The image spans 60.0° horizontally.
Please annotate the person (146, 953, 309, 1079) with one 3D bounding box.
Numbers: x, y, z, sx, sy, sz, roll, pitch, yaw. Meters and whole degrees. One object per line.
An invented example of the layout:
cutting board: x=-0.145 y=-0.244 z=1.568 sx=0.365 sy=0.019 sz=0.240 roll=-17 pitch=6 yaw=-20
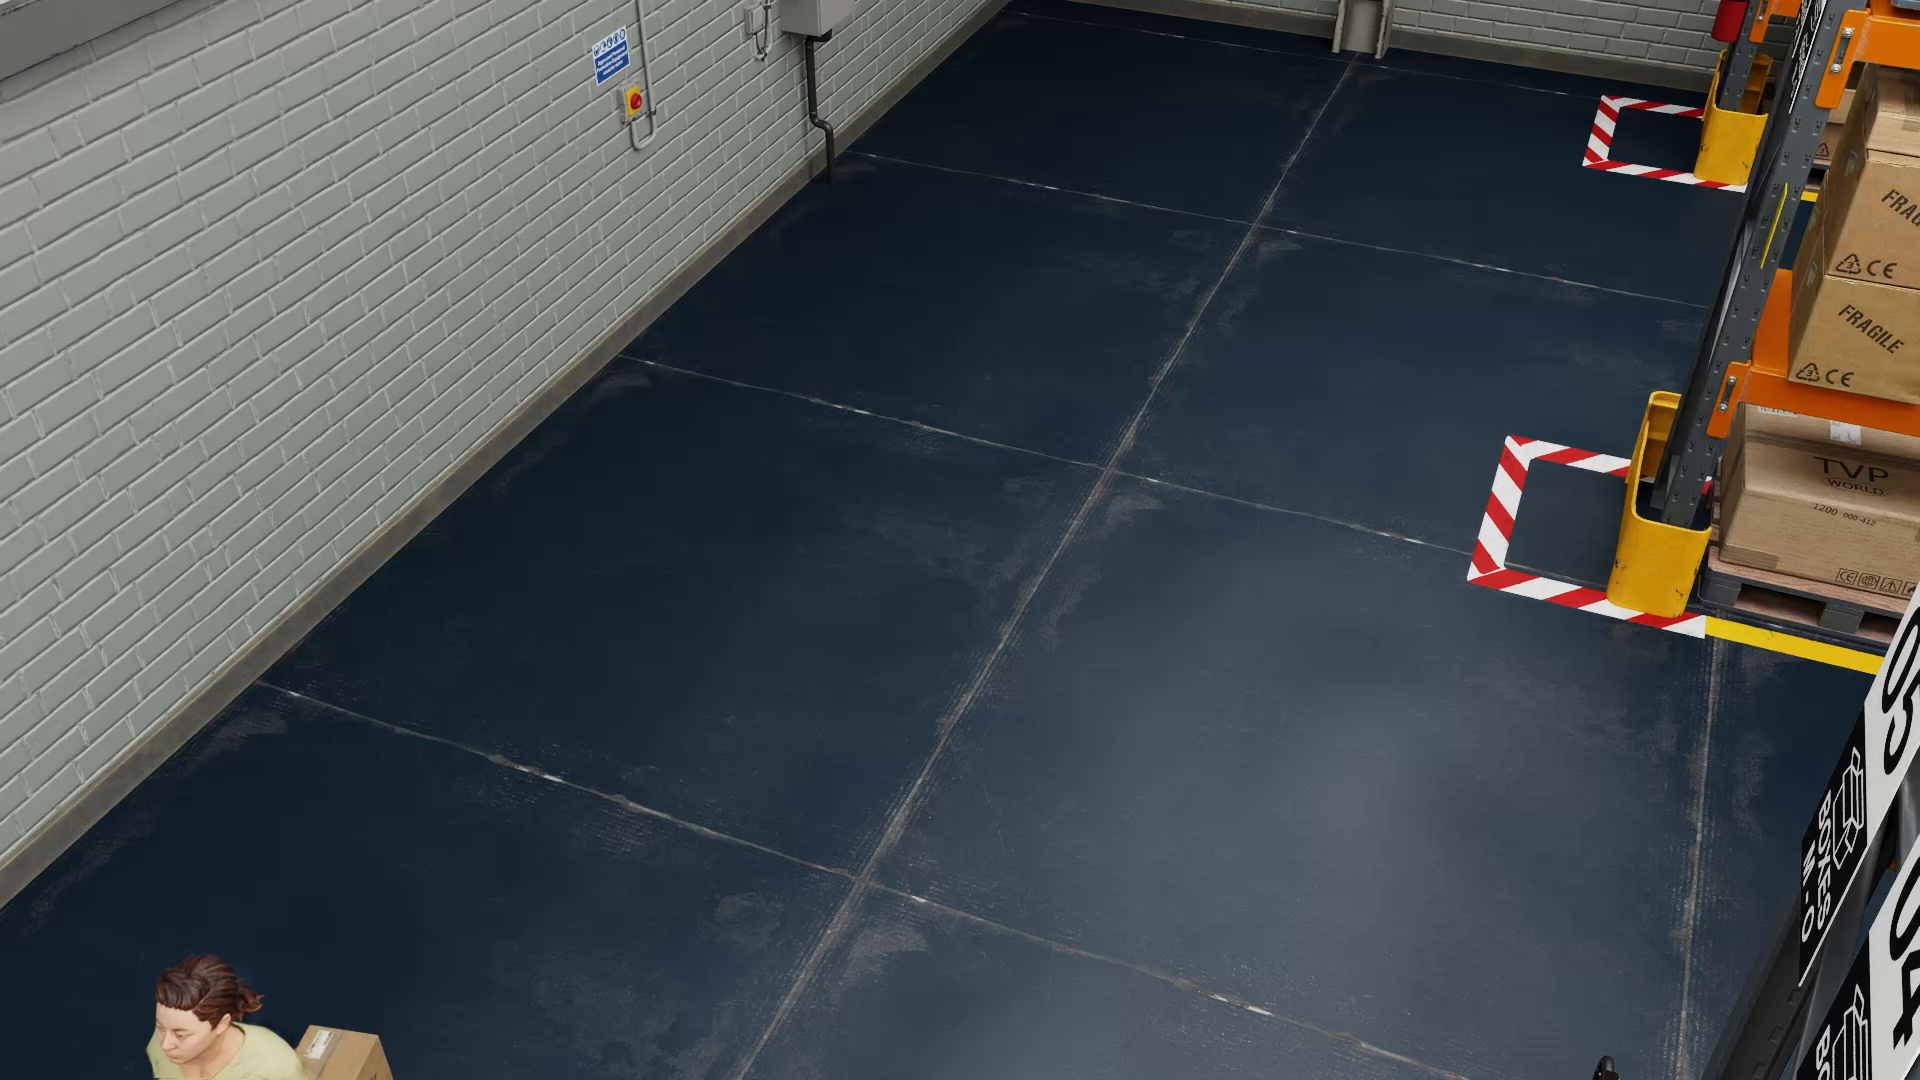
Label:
person: x=-1.919 y=1.715 z=4.565 sx=0.442 sy=1.656 sz=0.589 roll=9 pitch=38 yaw=11
